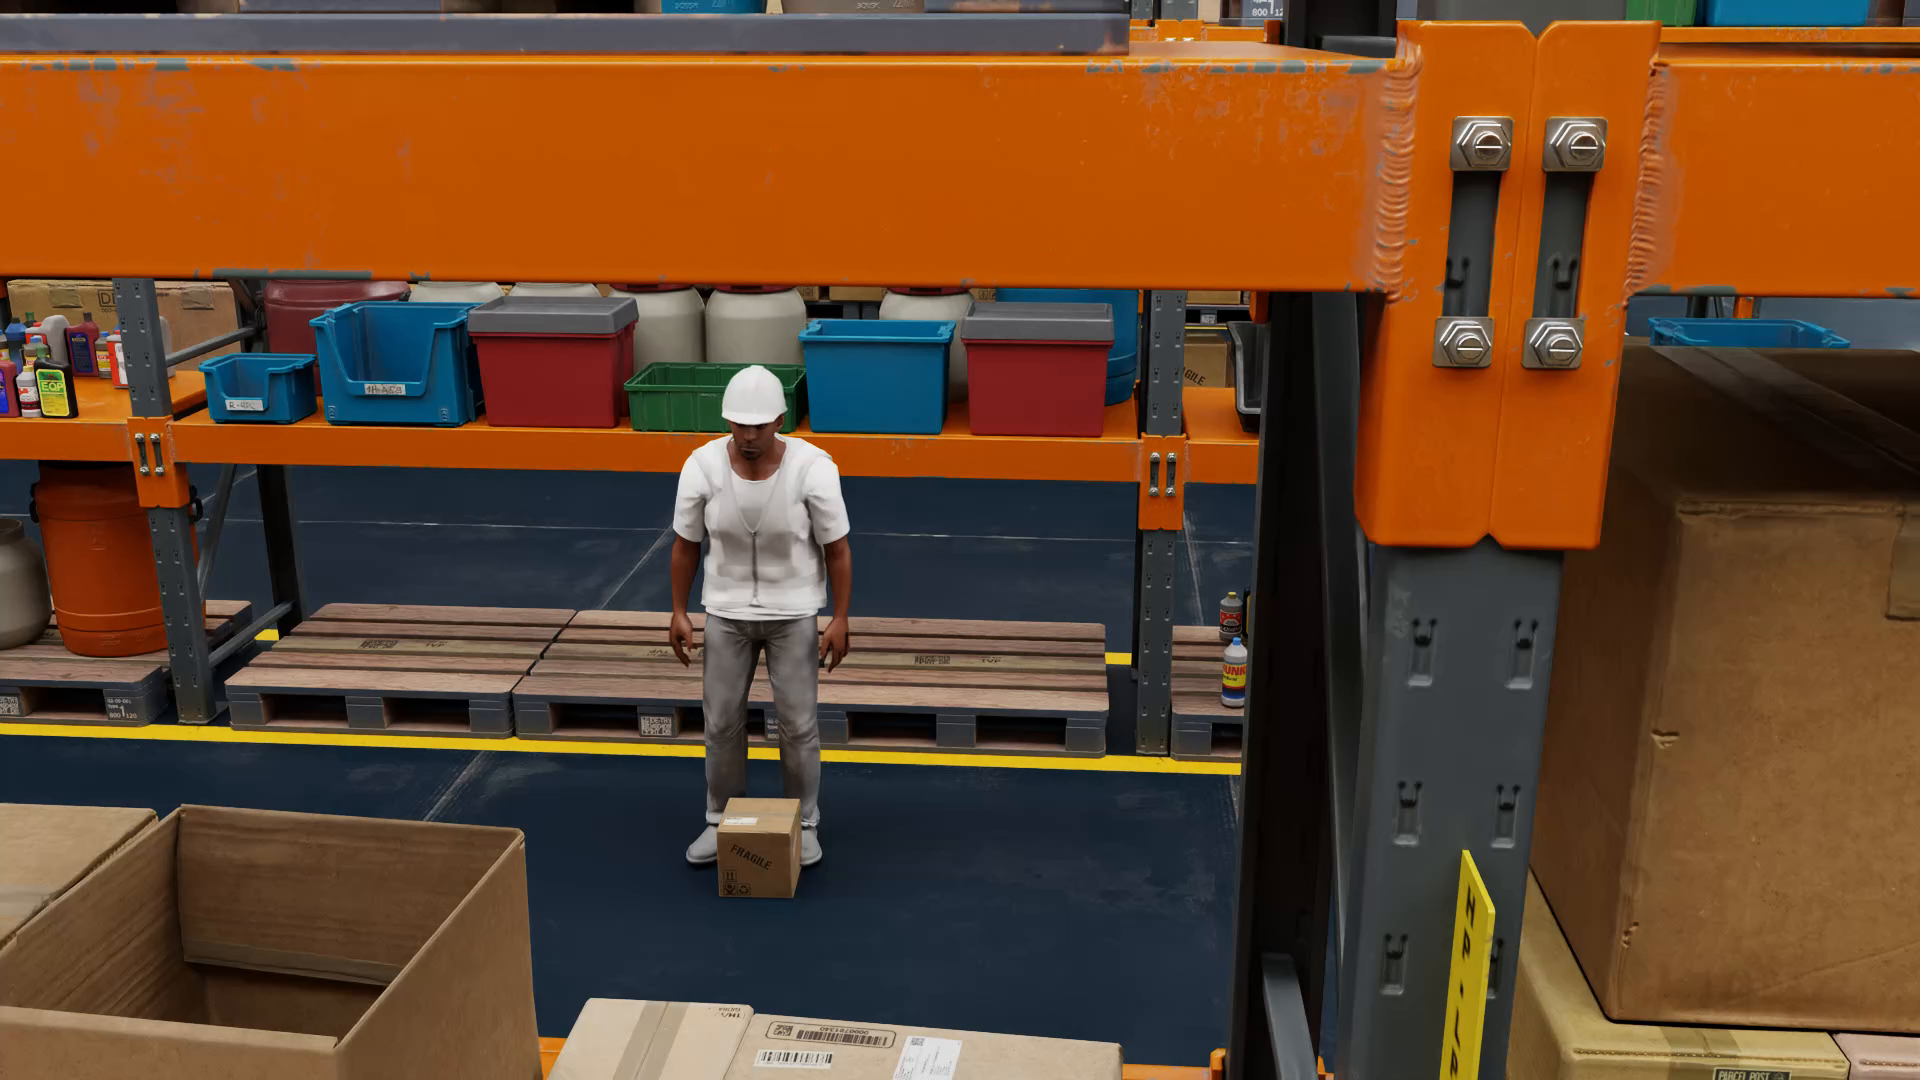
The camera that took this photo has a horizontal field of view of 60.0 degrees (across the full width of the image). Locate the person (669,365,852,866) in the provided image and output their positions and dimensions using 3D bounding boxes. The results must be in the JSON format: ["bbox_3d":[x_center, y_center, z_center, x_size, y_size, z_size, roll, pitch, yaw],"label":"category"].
[{"bbox_3d":[-0.681,0.264,5.675,0.627,1.761,0.456,1,17,4],"label":"person"}]
